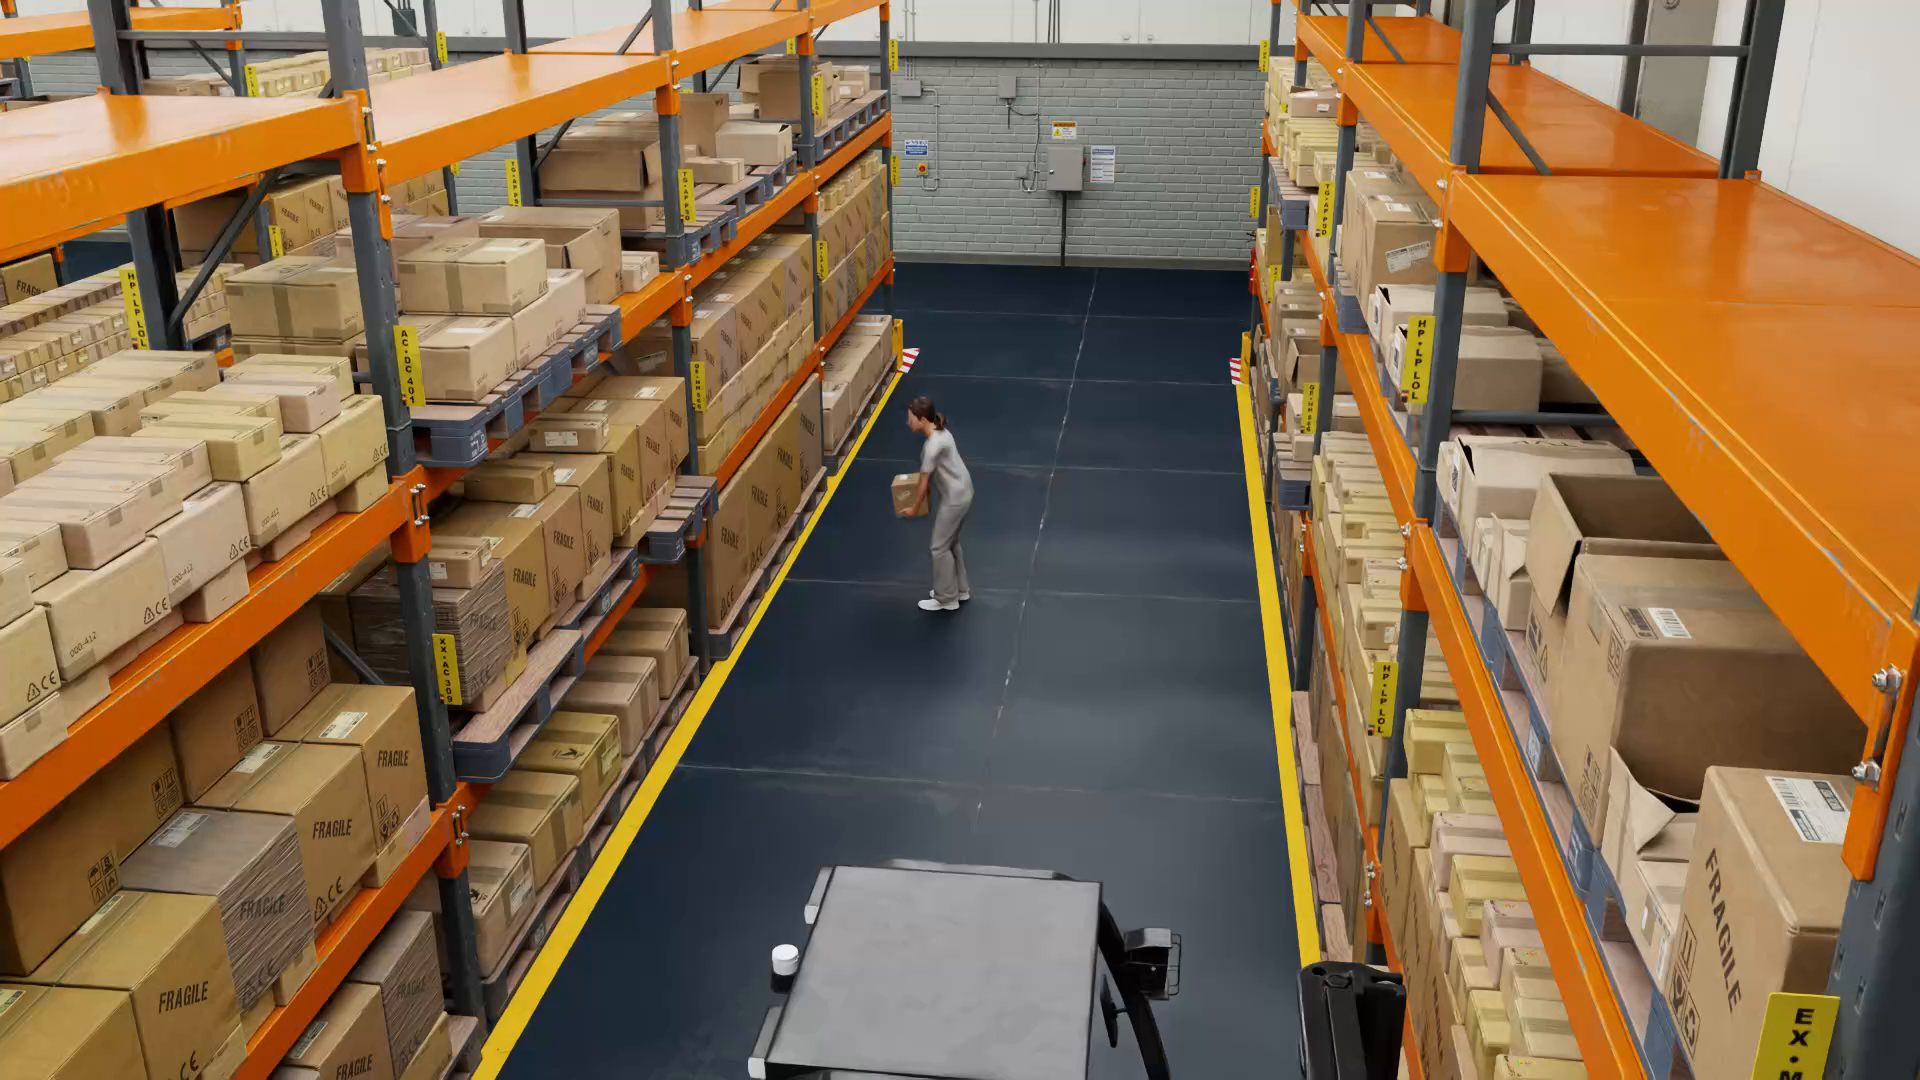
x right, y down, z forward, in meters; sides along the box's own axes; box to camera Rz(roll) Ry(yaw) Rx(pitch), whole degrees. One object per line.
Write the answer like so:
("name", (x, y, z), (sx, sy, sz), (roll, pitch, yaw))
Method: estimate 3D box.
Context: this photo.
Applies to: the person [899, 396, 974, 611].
("person", (-0.167, -0.271, 12.261), (0.536, 1.626, 0.405), (2, 21, 5))
